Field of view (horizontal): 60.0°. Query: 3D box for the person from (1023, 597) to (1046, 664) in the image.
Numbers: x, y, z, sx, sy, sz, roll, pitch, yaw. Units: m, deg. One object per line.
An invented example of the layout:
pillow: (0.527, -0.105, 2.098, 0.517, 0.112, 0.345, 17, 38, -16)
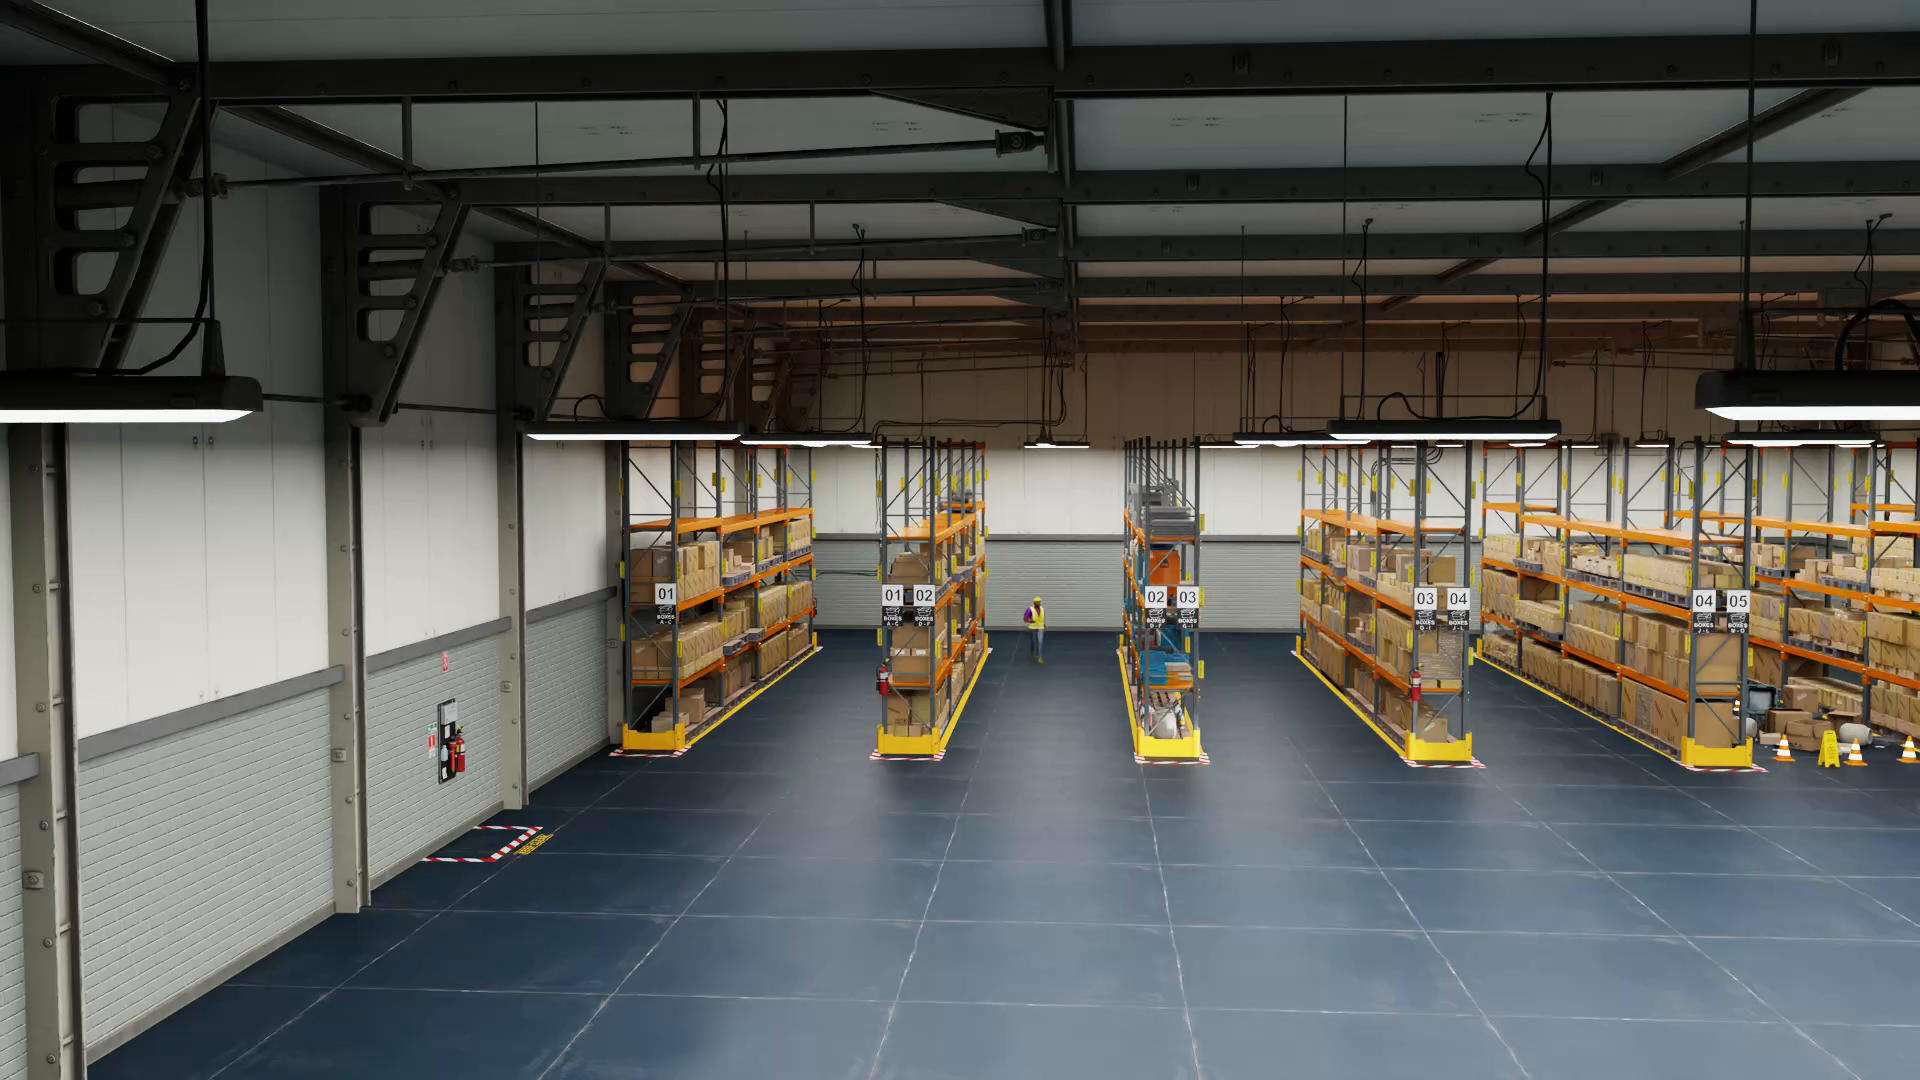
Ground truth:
person: (2.040, 2.430, 45.018, 0.682, 1.779, 0.907, -1, 3, -14)

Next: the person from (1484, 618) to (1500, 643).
person: (15.149, 2.330, 47.290, 0.773, 1.747, 0.729, 0, 3, -7)
